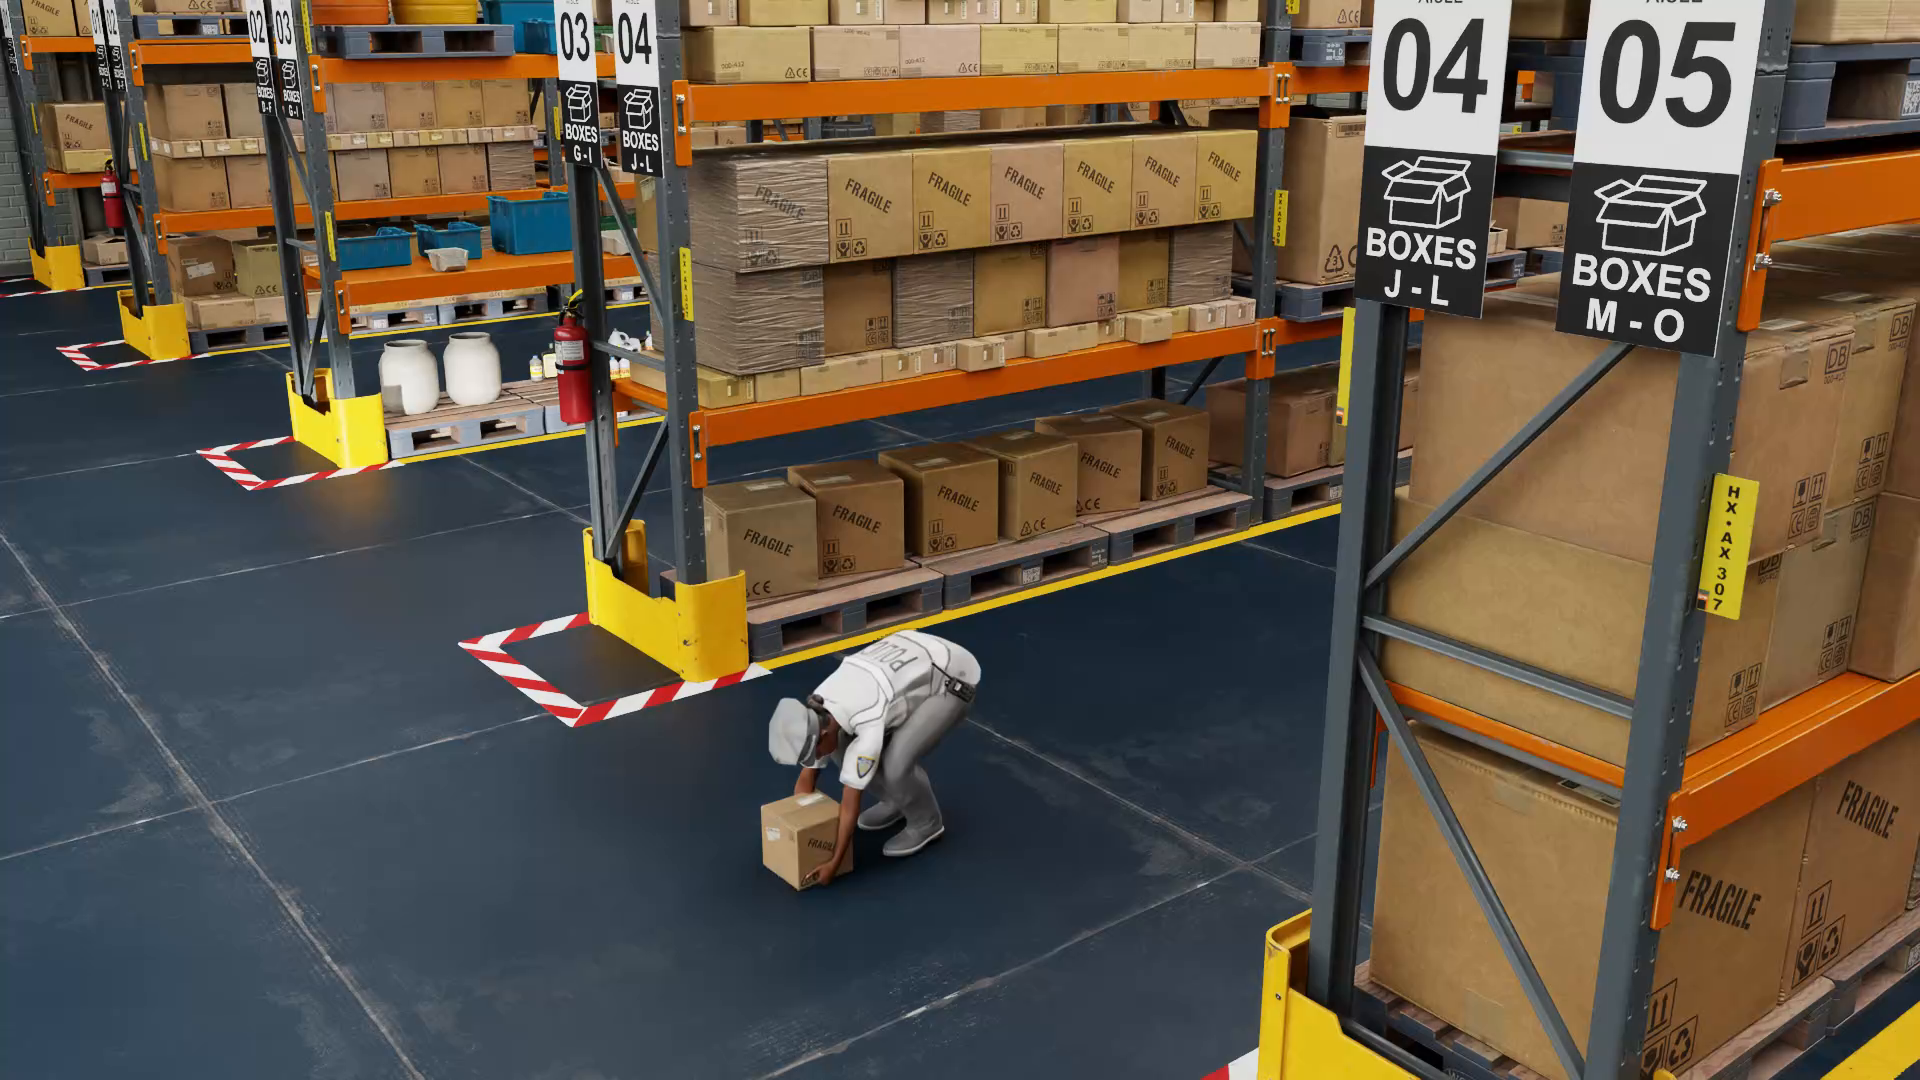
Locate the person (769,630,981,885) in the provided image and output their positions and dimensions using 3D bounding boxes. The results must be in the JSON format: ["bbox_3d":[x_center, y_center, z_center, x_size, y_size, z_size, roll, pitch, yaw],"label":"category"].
[{"bbox_3d":[-0.333,0.817,6.426,0.916,0.833,0.458,-15,23,-38],"label":"person"}]
